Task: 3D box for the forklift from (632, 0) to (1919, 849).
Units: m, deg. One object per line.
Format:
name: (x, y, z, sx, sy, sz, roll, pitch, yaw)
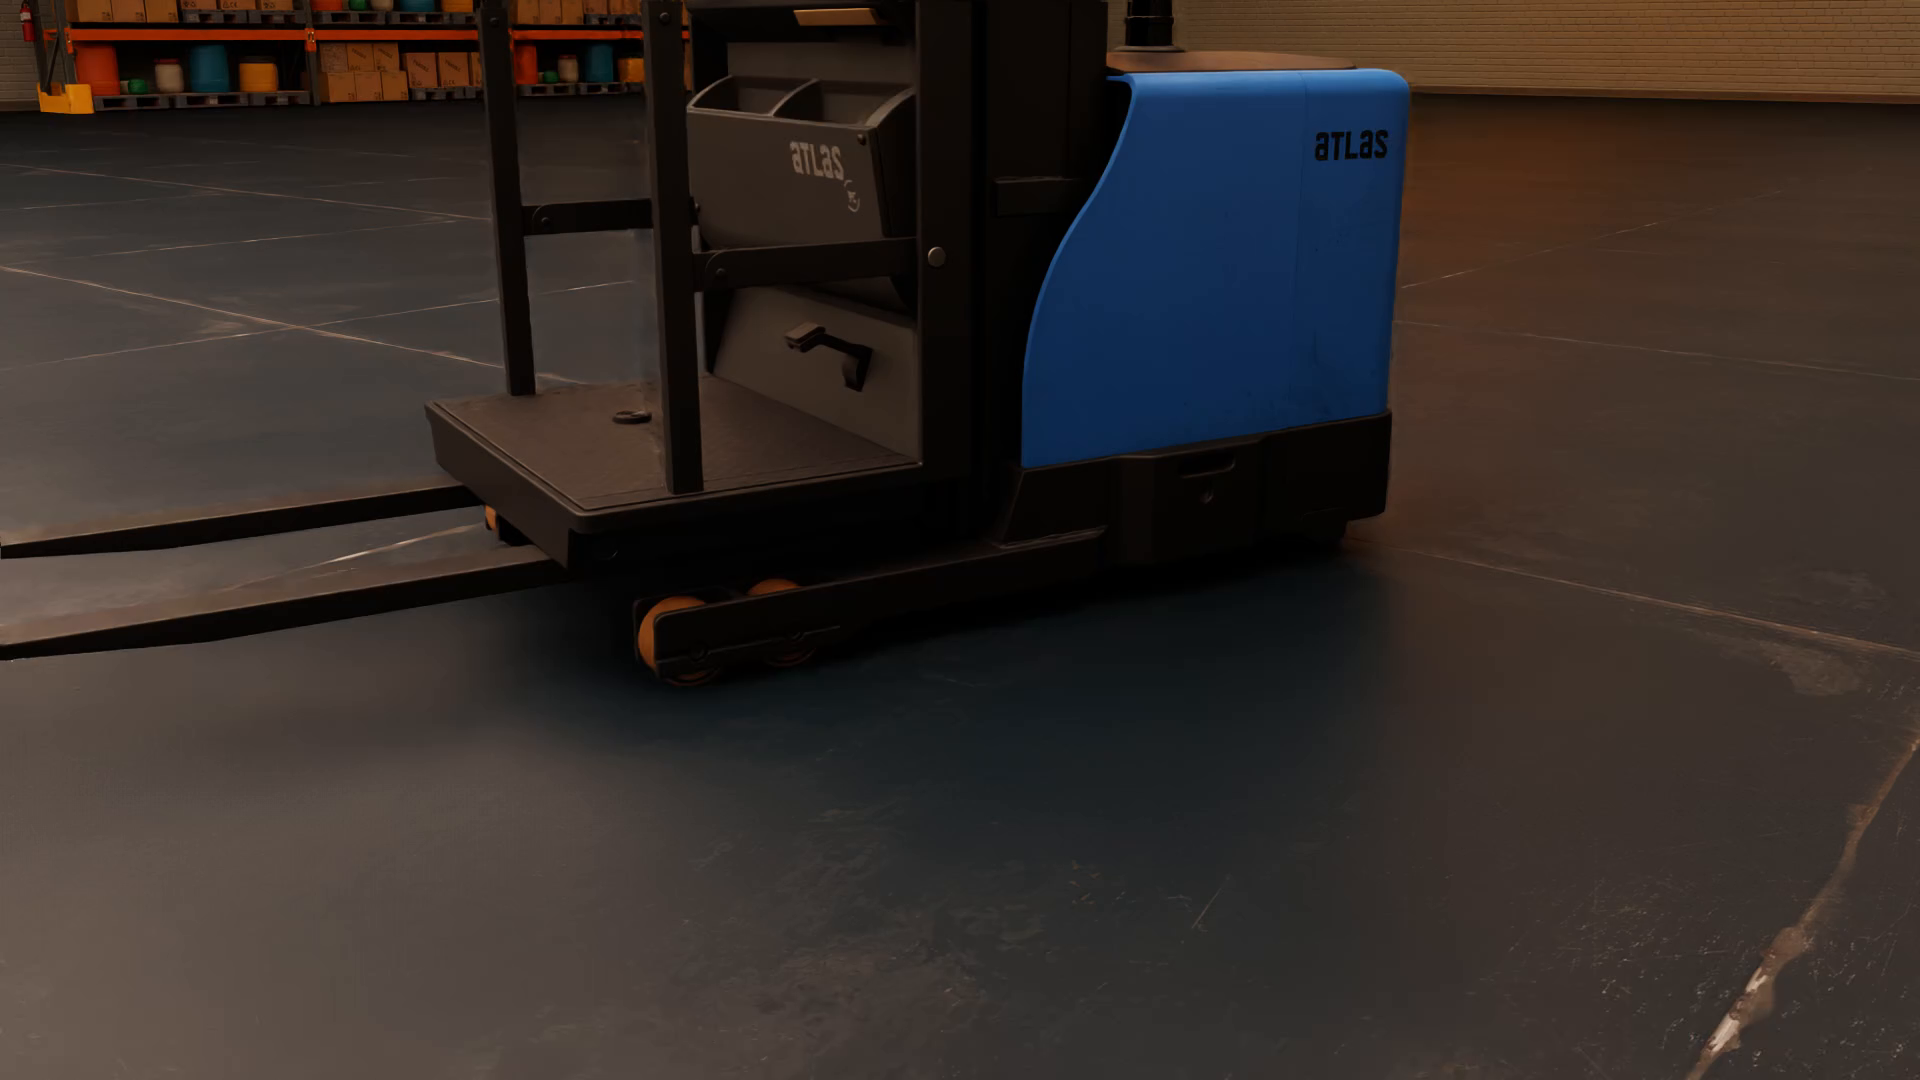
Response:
forklift: (0.321, -1.257, 3.037, 1.130, 2.935, 3.031, -9, 19, -28)
